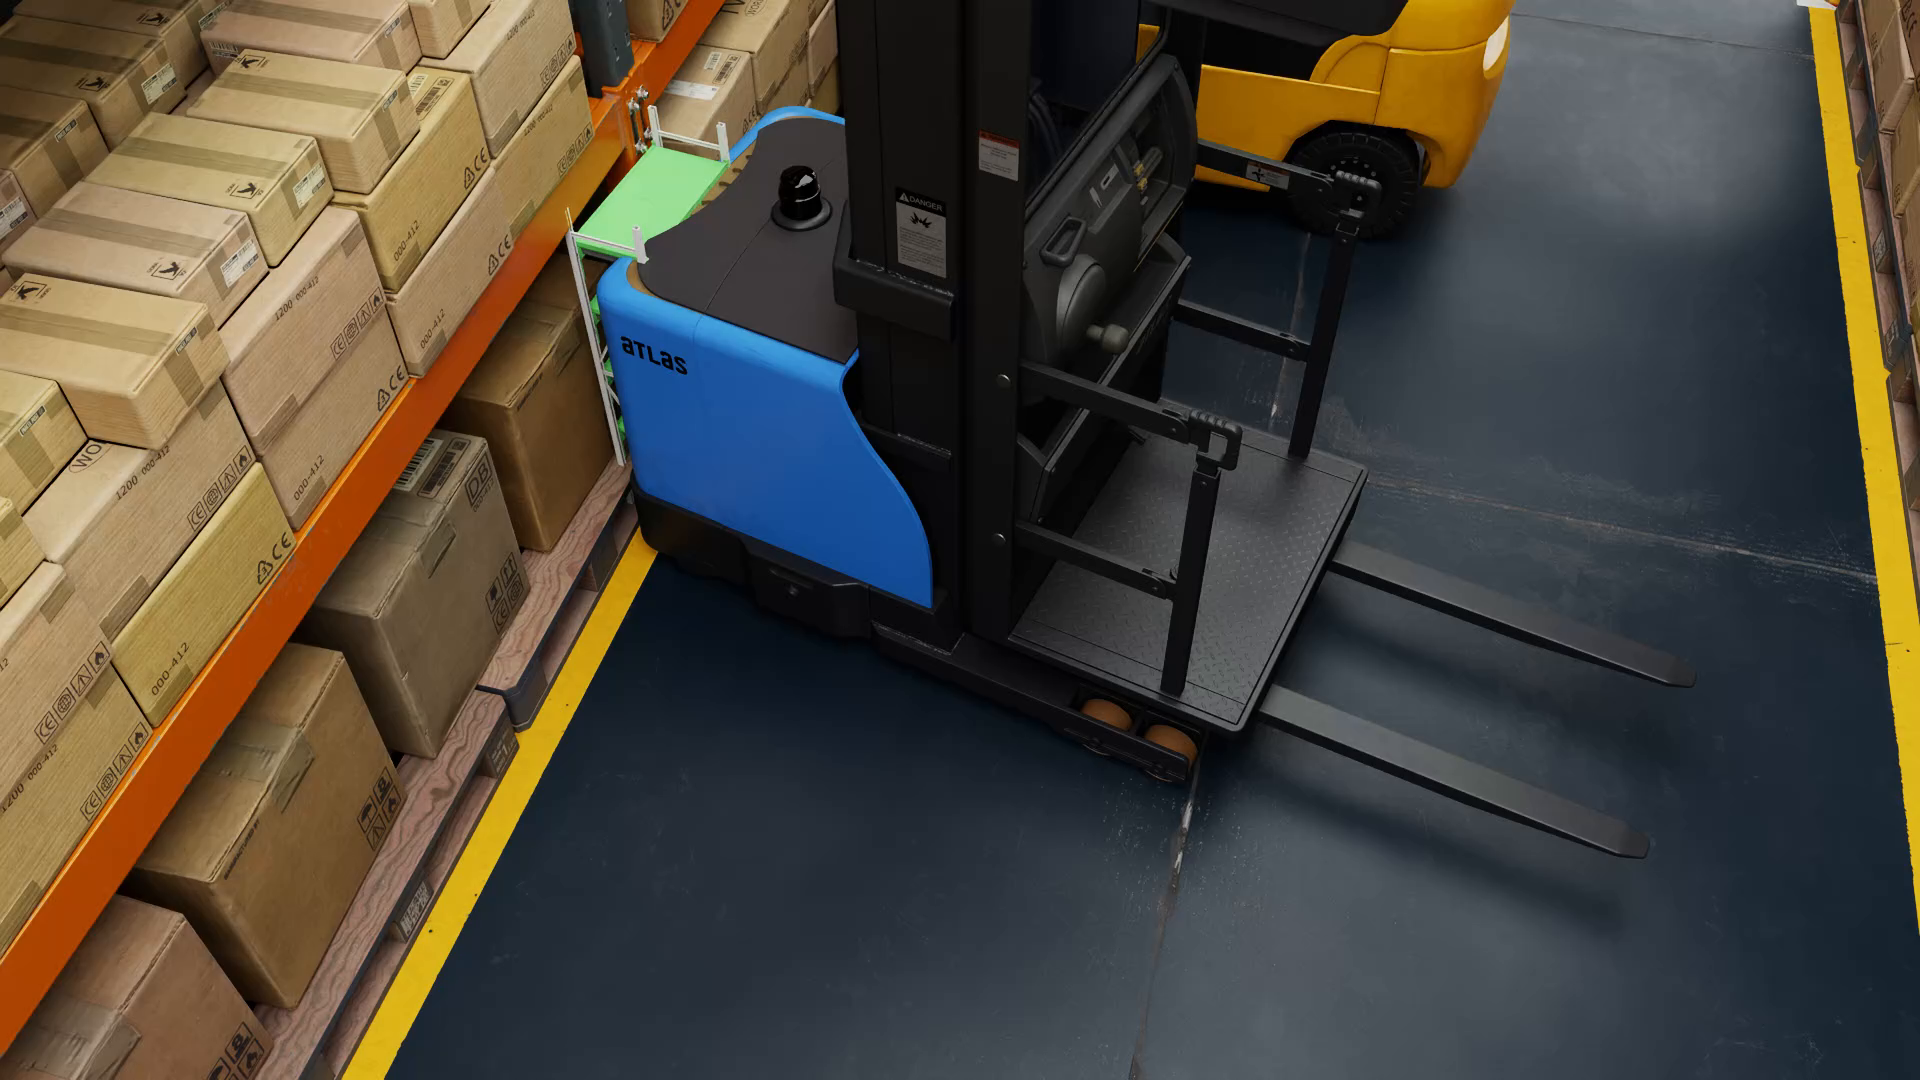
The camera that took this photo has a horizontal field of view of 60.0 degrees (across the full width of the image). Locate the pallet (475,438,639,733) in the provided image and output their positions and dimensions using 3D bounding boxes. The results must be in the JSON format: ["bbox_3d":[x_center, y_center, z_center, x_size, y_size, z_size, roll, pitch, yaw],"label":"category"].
[{"bbox_3d":[-1.565,-0.046,5.150,1.003,0.211,1.213,12,50,10],"label":"pallet"}]

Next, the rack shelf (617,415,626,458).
[{"bbox_3d":[-0.860,-0.438,5.234,0.258,0.148,0.480,17,52,14],"label":"rack shelf"}]

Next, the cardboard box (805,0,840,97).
[{"bbox_3d":[-0.710,-1.919,6.163,0.500,0.250,0.500,11,50,10],"label":"cardboard box"}]

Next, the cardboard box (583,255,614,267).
[{"bbox_3d":[-0.962,-1.023,5.706,0.500,0.250,0.500,12,50,10],"label":"cardboard box"}]

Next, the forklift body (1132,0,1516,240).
[{"bbox_3d":[0.905,-2.390,5.925,2.313,2.155,1.214,12,50,10],"label":"forklift body"}]

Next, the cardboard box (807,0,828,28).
[{"bbox_3d":[-0.715,-2.087,5.978,0.500,0.250,0.500,13,50,11],"label":"cardboard box"}]

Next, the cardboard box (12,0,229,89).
[{"bbox_3d":[-1.896,-1.181,3.792,0.380,0.149,0.250,11,50,10],"label":"cardboard box"}]

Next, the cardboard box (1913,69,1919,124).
[{"bbox_3d":[3.676,-1.616,5.730,0.500,0.500,0.500,12,50,11],"label":"cardboard box"}]

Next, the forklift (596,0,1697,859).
[{"bbox_3d":[0.555,-0.754,3.961,3.031,2.935,1.130,21,52,18],"label":"forklift"}]

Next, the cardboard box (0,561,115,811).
[{"bbox_3d":[-1.821,0.259,2.788,0.500,0.250,0.500,10,49,9],"label":"cardboard box"}]

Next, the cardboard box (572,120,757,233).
[{"bbox_3d":[-0.984,-1.193,5.522,0.500,0.250,0.500,11,50,10],"label":"cardboard box"}]

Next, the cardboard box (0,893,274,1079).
[{"bbox_3d":[-2.120,1.108,3.575,0.875,0.625,0.625,13,50,11],"label":"cardboard box"}]

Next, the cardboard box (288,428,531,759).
[{"bbox_3d":[-1.747,0.077,4.485,0.875,0.625,0.625,11,50,10],"label":"cardboard box"}]

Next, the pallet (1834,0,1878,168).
[{"bbox_3d":[4.166,-1.867,6.757,1.003,0.211,1.213,12,50,10],"label":"pallet"}]

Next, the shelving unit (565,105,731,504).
[{"bbox_3d":[-0.862,-0.635,5.003,0.258,1.200,0.503,17,52,14],"label":"shelving unit"}]

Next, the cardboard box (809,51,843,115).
[{"bbox_3d":[-0.723,-1.768,6.364,0.500,0.250,0.500,12,50,11],"label":"cardboard box"}]

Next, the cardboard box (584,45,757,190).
[{"bbox_3d":[-0.979,-1.357,5.334,0.500,0.250,0.500,11,49,9],"label":"cardboard box"}]

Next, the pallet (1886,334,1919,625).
[{"bbox_3d":[3.524,-0.102,5.200,1.003,0.211,1.213,12,50,10],"label":"pallet"}]

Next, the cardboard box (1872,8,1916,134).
[{"bbox_3d":[3.813,-1.758,6.355,0.500,0.250,0.500,13,50,11],"label":"cardboard box"}]

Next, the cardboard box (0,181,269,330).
[{"bbox_3d":[-1.592,-0.536,3.223,0.380,0.149,0.250,12,50,10],"label":"cardboard box"}]

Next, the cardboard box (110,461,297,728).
[{"bbox_3d":[-1.705,0.049,3.306,0.500,0.250,0.500,13,50,11],"label":"cardboard box"}]

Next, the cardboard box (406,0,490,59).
[{"bbox_3d":[-1.335,-1.276,3.876,0.380,0.149,0.250,11,49,9],"label":"cardboard box"}]

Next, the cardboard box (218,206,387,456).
[{"bbox_3d":[-1.560,-0.477,3.437,0.500,0.250,0.500,12,50,11],"label":"cardboard box"}]

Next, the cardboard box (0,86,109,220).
[{"bbox_3d":[-2.033,-0.817,3.471,0.380,0.149,0.250,12,50,10],"label":"cardboard box"}]

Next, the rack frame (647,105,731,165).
[{"bbox_3d":[-0.771,-0.807,5.150,0.240,1.200,0.015,17,52,14],"label":"rack frame"}]

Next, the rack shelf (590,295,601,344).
[{"bbox_3d":[-0.862,-0.749,4.869,0.258,0.148,0.480,17,52,14],"label":"rack shelf"}]

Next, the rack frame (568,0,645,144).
[{"bbox_3d":[-1.409,-1.509,4.581,1.000,3.000,0.127,12,50,10],"label":"rack frame"}]

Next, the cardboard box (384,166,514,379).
[{"bbox_3d":[-1.416,-0.679,3.948,0.500,0.250,0.500,11,50,10],"label":"cardboard box"}]

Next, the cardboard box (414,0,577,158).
[{"bbox_3d":[-1.291,-1.219,4.092,0.500,0.250,0.500,11,49,9],"label":"cardboard box"}]

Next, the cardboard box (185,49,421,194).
[{"bbox_3d":[-1.391,-0.893,3.538,0.380,0.149,0.250,10,49,9],"label":"cardboard box"}]

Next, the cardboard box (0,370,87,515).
[{"bbox_3d":[-1.789,-0.179,2.908,0.380,0.149,0.250,12,50,10],"label":"cardboard box"}]

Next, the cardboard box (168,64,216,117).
[{"bbox_3d":[-1.932,-0.947,3.852,0.500,0.250,0.500,11,50,10],"label":"cardboard box"}]

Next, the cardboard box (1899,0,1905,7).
[{"bbox_3d":[3.949,-2.357,6.383,0.500,0.500,0.500,10,49,9],"label":"cardboard box"}]

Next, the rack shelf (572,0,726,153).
[{"bbox_3d":[-0.882,-2.718,6.128,1.077,0.370,4.000,12,50,10],"label":"rack shelf"}]

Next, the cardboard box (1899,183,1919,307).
[{"bbox_3d":[3.546,-0.996,5.682,0.500,0.250,0.500,12,50,11],"label":"cardboard box"}]
